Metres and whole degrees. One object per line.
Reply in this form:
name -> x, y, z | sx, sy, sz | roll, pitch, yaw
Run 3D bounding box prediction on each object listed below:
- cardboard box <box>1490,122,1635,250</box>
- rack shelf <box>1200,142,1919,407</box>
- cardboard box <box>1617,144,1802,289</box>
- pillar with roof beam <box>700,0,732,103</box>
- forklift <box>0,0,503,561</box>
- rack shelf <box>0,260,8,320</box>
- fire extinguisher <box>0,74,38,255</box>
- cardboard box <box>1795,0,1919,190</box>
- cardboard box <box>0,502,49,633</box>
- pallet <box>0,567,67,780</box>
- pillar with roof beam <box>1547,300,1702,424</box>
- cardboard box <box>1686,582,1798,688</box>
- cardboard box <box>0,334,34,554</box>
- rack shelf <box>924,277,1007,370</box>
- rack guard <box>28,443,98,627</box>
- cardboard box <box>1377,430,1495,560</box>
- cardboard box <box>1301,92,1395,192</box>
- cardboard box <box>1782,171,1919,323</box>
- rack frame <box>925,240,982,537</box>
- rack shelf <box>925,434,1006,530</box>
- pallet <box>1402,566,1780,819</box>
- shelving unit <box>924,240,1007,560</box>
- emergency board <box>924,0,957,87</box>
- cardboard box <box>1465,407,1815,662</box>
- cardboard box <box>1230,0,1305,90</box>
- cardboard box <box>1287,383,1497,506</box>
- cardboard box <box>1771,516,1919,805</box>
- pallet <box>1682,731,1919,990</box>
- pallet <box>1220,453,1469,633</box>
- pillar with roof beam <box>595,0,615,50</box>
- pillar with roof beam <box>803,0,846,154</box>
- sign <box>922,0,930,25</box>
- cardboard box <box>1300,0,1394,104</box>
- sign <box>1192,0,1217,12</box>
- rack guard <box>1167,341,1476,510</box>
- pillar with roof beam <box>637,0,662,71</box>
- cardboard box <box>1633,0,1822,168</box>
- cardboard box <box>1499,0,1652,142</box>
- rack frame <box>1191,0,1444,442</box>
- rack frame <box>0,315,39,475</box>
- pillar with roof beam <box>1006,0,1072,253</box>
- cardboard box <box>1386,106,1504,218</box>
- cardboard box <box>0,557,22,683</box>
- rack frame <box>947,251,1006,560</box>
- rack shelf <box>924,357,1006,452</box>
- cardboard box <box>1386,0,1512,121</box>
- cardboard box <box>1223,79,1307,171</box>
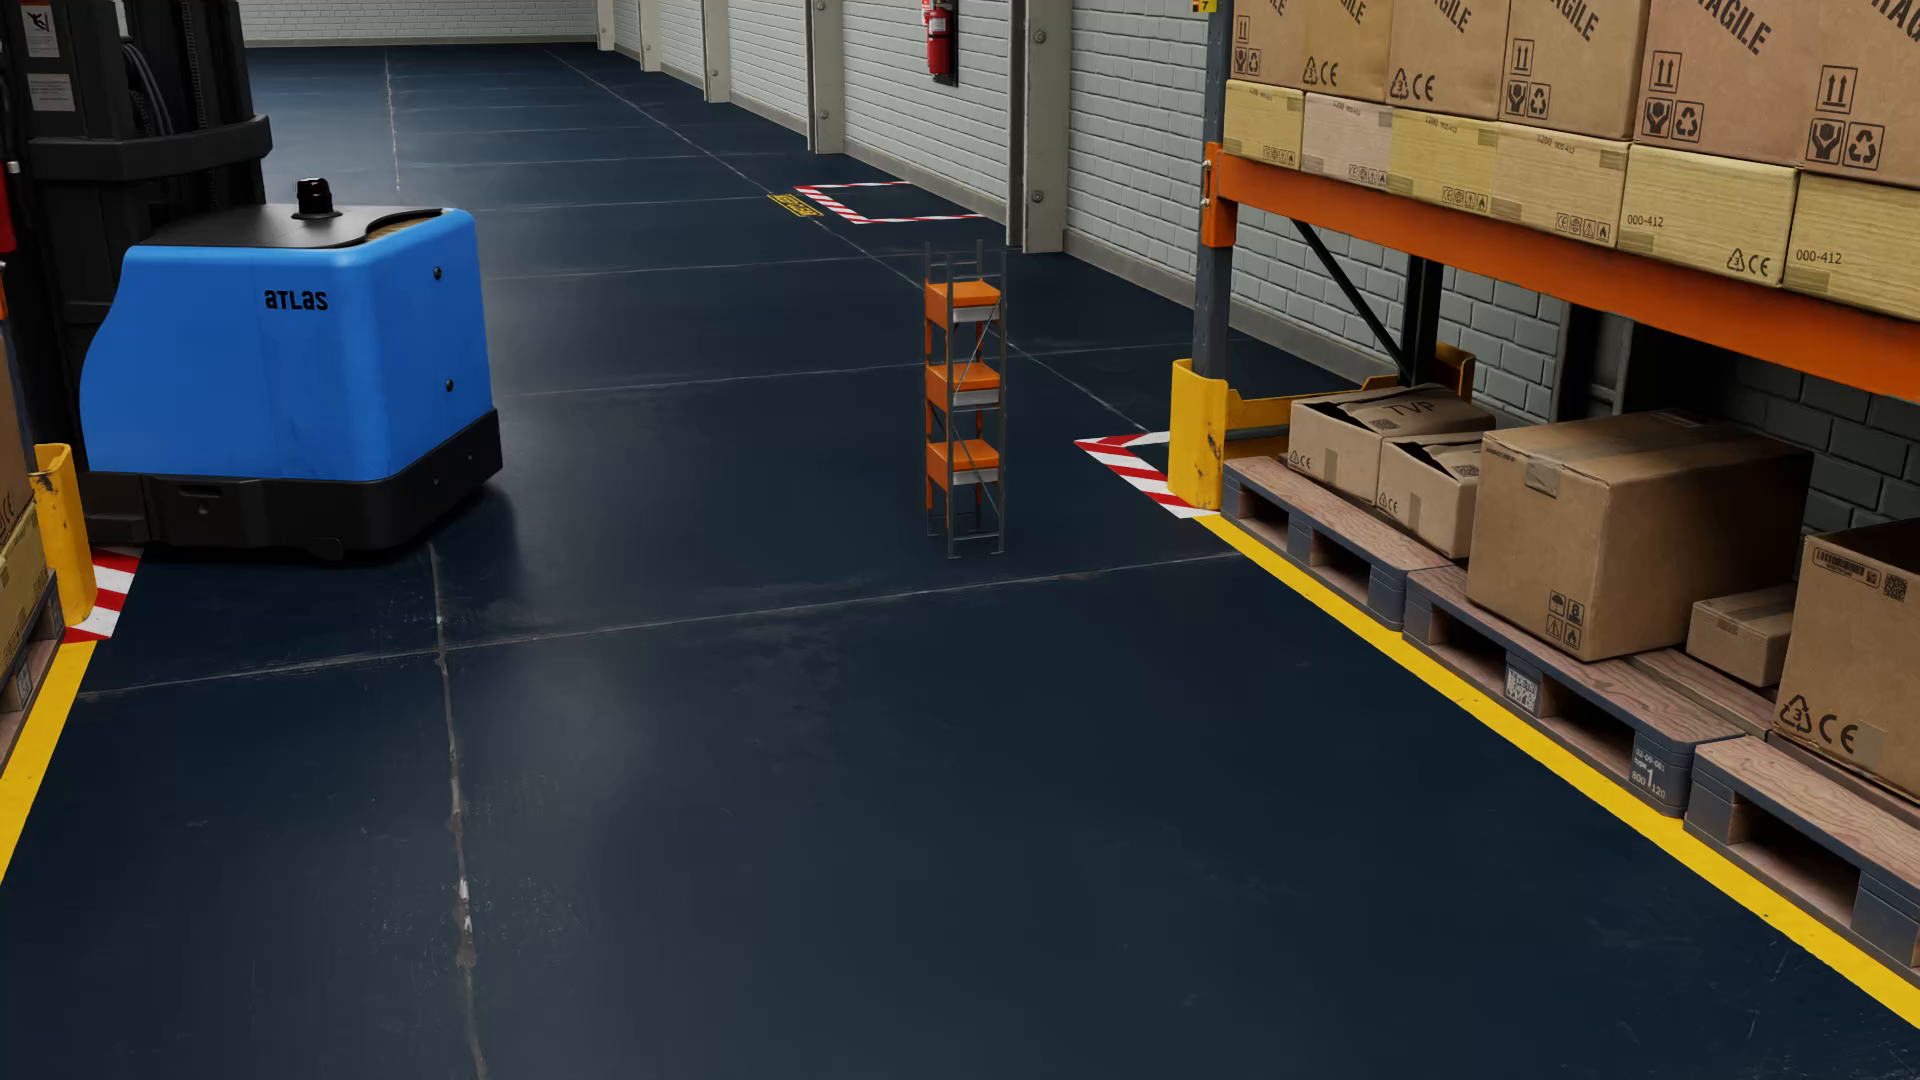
cardboard box -> 1.716, -0.915, 4.218 | 0.500, 0.250, 0.500 | -6, 21, -17
rack shelf -> 2.004, -0.678, 4.430 | 1.077, 0.370, 4.000 | -6, 21, -17
cardboard box -> 1.875, -0.753, 3.769 | 0.500, 0.250, 0.500 | -7, 21, -18
pillar with roof beam -> -7.327, -9.667, 19.520 | 9.100, 9.000, 0.400 | -6, 21, -17
forklift -> -3.341, -1.511, 5.787 | 3.031, 2.935, 1.130 | 2, 20, 7
rack shelf -> -2.697, -0.150, 2.961 | 1.077, 0.370, 4.000 | -6, 21, -17
fire extinguisher -> -2.922, -1.181, 4.882 | 0.296, 0.674, 0.183 | -6, 21, -17
cardboard box -> 2.029, -0.944, 3.192 | 0.500, 0.500, 0.500 | -7, 21, -18
cardboard box -> -2.877, 0.107, 4.628 | 0.500, 0.250, 0.500 | -6, 21, -17
pallet -> -3.045, 0.423, 4.427 | 1.003, 0.211, 1.213 | -6, 21, -17
pillar with roof beam -> -1.670, -3.891, 3.438 | 9.100, 9.000, 0.400 | -6, 21, -17
cardboard box -> 2.149, 0.245, 4.364 | 0.380, 0.149, 0.250 | -8, 21, -22
cardboard box -> -2.875, -0.246, 4.502 | 0.500, 0.500, 0.500 | -6, 21, -17
rack shelf -> 0.017, -0.734, 5.599 | 0.215, 0.259, 0.240 | -6, 21, -17
rack guard -> -3.333, 0.038, 5.070 | 1.175, 0.500, 0.348 | -6, 21, -17
cardboard box -> 1.687, -0.185, 5.321 | 0.500, 0.311, 0.500 | -5, 20, -13
cardboard box -> 1.405, -1.241, 5.127 | 0.500, 0.250, 0.500 | -7, 21, -19
cardboard box -> 2.048, -0.594, 3.324 | 0.500, 0.250, 0.500 | -6, 21, -17
rack frame -> -0.022, -0.516, 5.800 | 0.200, 1.050, 0.008 | -6, 21, -17
rack shelf -> 0.017, -0.205, 5.789 | 0.215, 0.259, 0.240 | -6, 21, -17
pallet -> 2.001, 0.334, 4.674 | 1.003, 0.211, 1.213 | -6, 21, -17
shelving unit -> 0.017, -0.477, 5.691 | 0.215, 1.050, 0.252 | -6, 21, -17
emergency board -> -0.209, -4.248, 13.305 | 0.194, 1.169, 0.643 | -6, 21, -17
cardboard box -> 1.870, -0.033, 4.619 | 0.700, 0.500, 0.500 | -8, 21, -21
cardboard box -> 1.241, -1.765, 5.475 | 0.500, 0.500, 0.500 | -6, 21, -17
cardboard box -> 1.508, -0.368, 5.830 | 0.500, 0.311, 0.500 | -9, 22, -23
cardboard box -> 2.269, 0.266, 3.785 | 0.500, 0.500, 0.500 | -8, 21, -21
pallet -> 2.388, 0.726, 3.582 | 1.003, 0.211, 1.213 | -6, 21, -17
pallet -> 1.622, -0.057, 5.762 | 1.003, 0.211, 1.213 | -6, 21, -17
pillar with roof beam -> -11.099, -13.518, 30.241 | 9.100, 9.000, 0.400 | -6, 21, -17
pillar with roof beam -> -5.441, -7.742, 14.159 | 9.100, 9.000, 0.400 | -6, 21, -17
sign -> -0.285, -4.453, 13.824 | 0.001, 0.329, 0.234 | -6, 21, -17
cardboard box -> 1.386, -1.605, 5.030 | 0.500, 0.500, 0.500 | -6, 21, -17
sign -> 0.861, -2.008, 5.788 | 0.100, 0.325, 0.005 | -6, 21, -17
rack guard -> 1.400, -0.457, 6.450 | 1.175, 0.500, 0.348 | -6, 21, -17
pillar with roof beam -> -9.213, -11.593, 24.880 | 9.100, 9.000, 0.400 | -6, 21, -17
cardboard box -> 1.881, -1.107, 3.645 | 0.500, 0.500, 0.500 | -7, 21, -19
cardboard box -> 1.716, -1.274, 4.109 | 0.500, 0.500, 0.500 | -6, 21, -16
rack frame -> 1.376, -1.658, 6.095 | 1.000, 3.000, 0.127 | -6, 21, -17
rack frame -> -3.326, -1.130, 4.626 | 1.000, 3.000, 0.127 | -6, 21, -17
pillar with roof beam -> -3.556, -5.817, 8.798 | 9.100, 9.000, 0.400 | -6, 21, -17
cardboard box -> 1.559, -1.077, 4.670 | 0.500, 0.250, 0.500 | -7, 21, -18
cardboard box -> -2.708, 0.266, 4.185 | 0.500, 0.250, 0.500 | -6, 21, -17
rack frame -> 0.055, -0.438, 5.582 | 0.200, 1.050, 0.008 | -6, 21, -17
rack shelf -> 0.017, -0.467, 5.695 | 0.215, 0.259, 0.240 | -6, 21, -17
cardboard box -> 1.543, -1.438, 4.567 | 0.500, 0.500, 0.500 | -7, 21, -19
cardboard box -> 1.228, -1.406, 5.587 | 0.500, 0.250, 0.500 | -7, 21, -19
